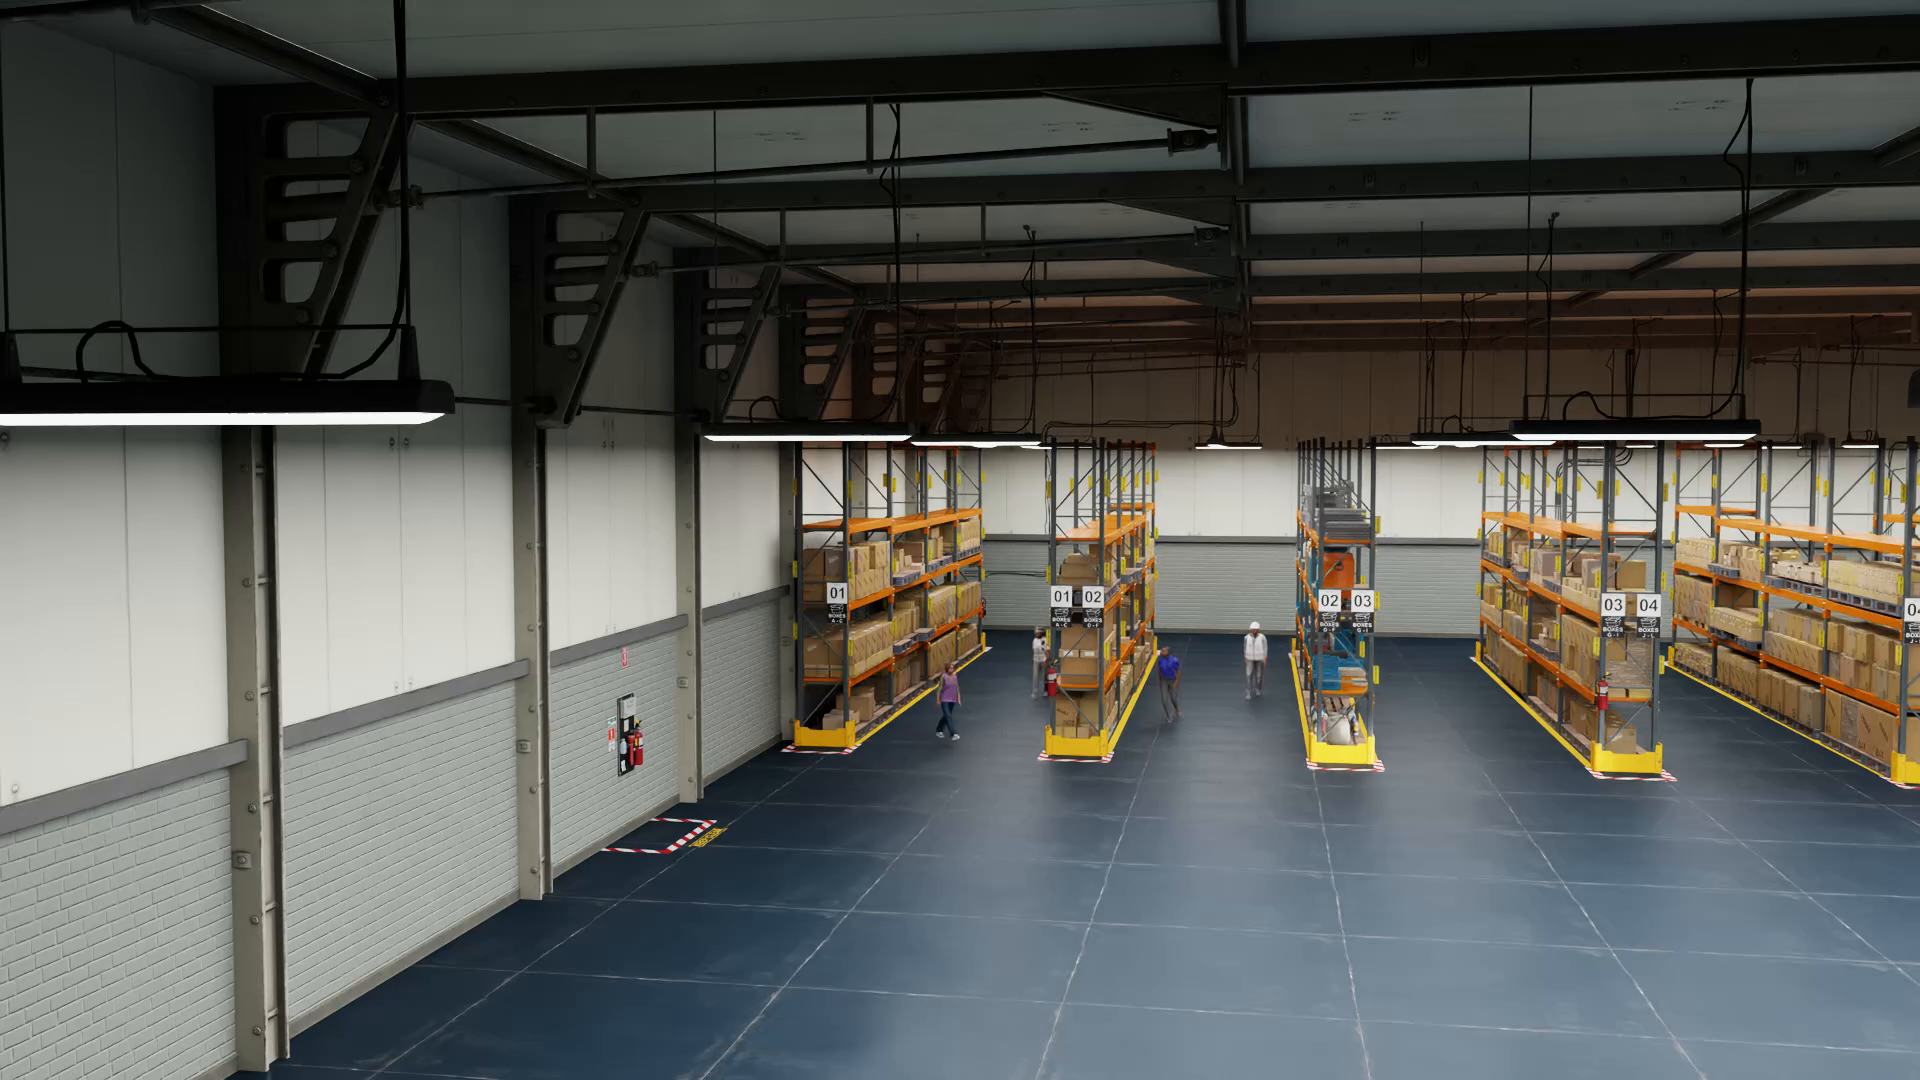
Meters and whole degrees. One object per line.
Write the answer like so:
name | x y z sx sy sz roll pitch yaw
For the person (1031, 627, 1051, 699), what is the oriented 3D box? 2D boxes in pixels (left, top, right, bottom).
person | 1.861 2.839 38.619 0.472 1.637 0.905 1 3 24

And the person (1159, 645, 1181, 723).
person | 4.463 3.052 35.403 0.504 1.614 0.545 1 3 24

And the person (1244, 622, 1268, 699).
person | 6.873 2.791 38.713 0.584 1.782 0.696 1 3 20

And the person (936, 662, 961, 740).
person | -0.201 3.186 32.891 0.457 1.540 0.989 -3 4 -41
